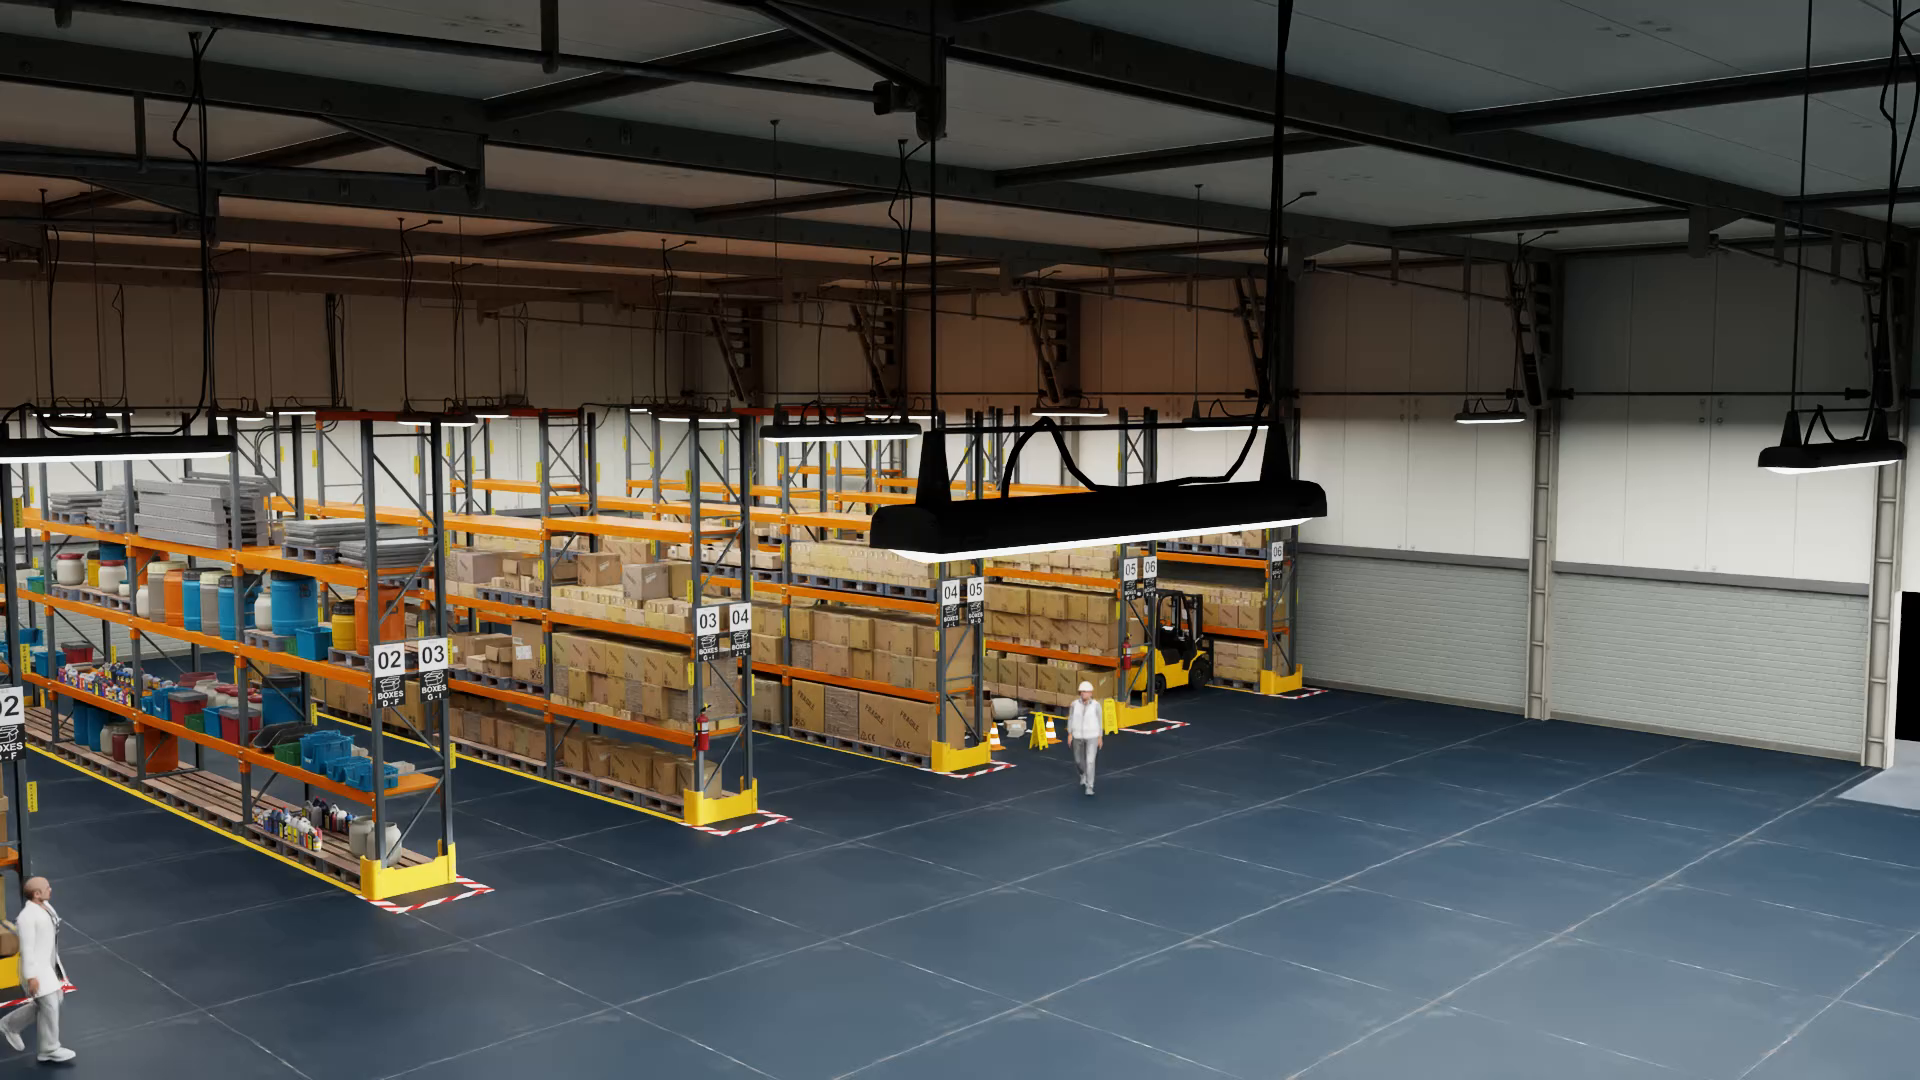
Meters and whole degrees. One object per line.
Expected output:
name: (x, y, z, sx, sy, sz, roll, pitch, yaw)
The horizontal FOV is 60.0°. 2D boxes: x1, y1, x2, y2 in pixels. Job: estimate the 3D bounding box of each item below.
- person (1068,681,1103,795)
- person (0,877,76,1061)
person: (2.001, 3.114, 26.448, 0.541, 1.757, 0.829, 2, 5, 20)
person: (-8.771, 4.041, 15.714, 0.794, 1.757, 0.583, 0, 5, -2)
